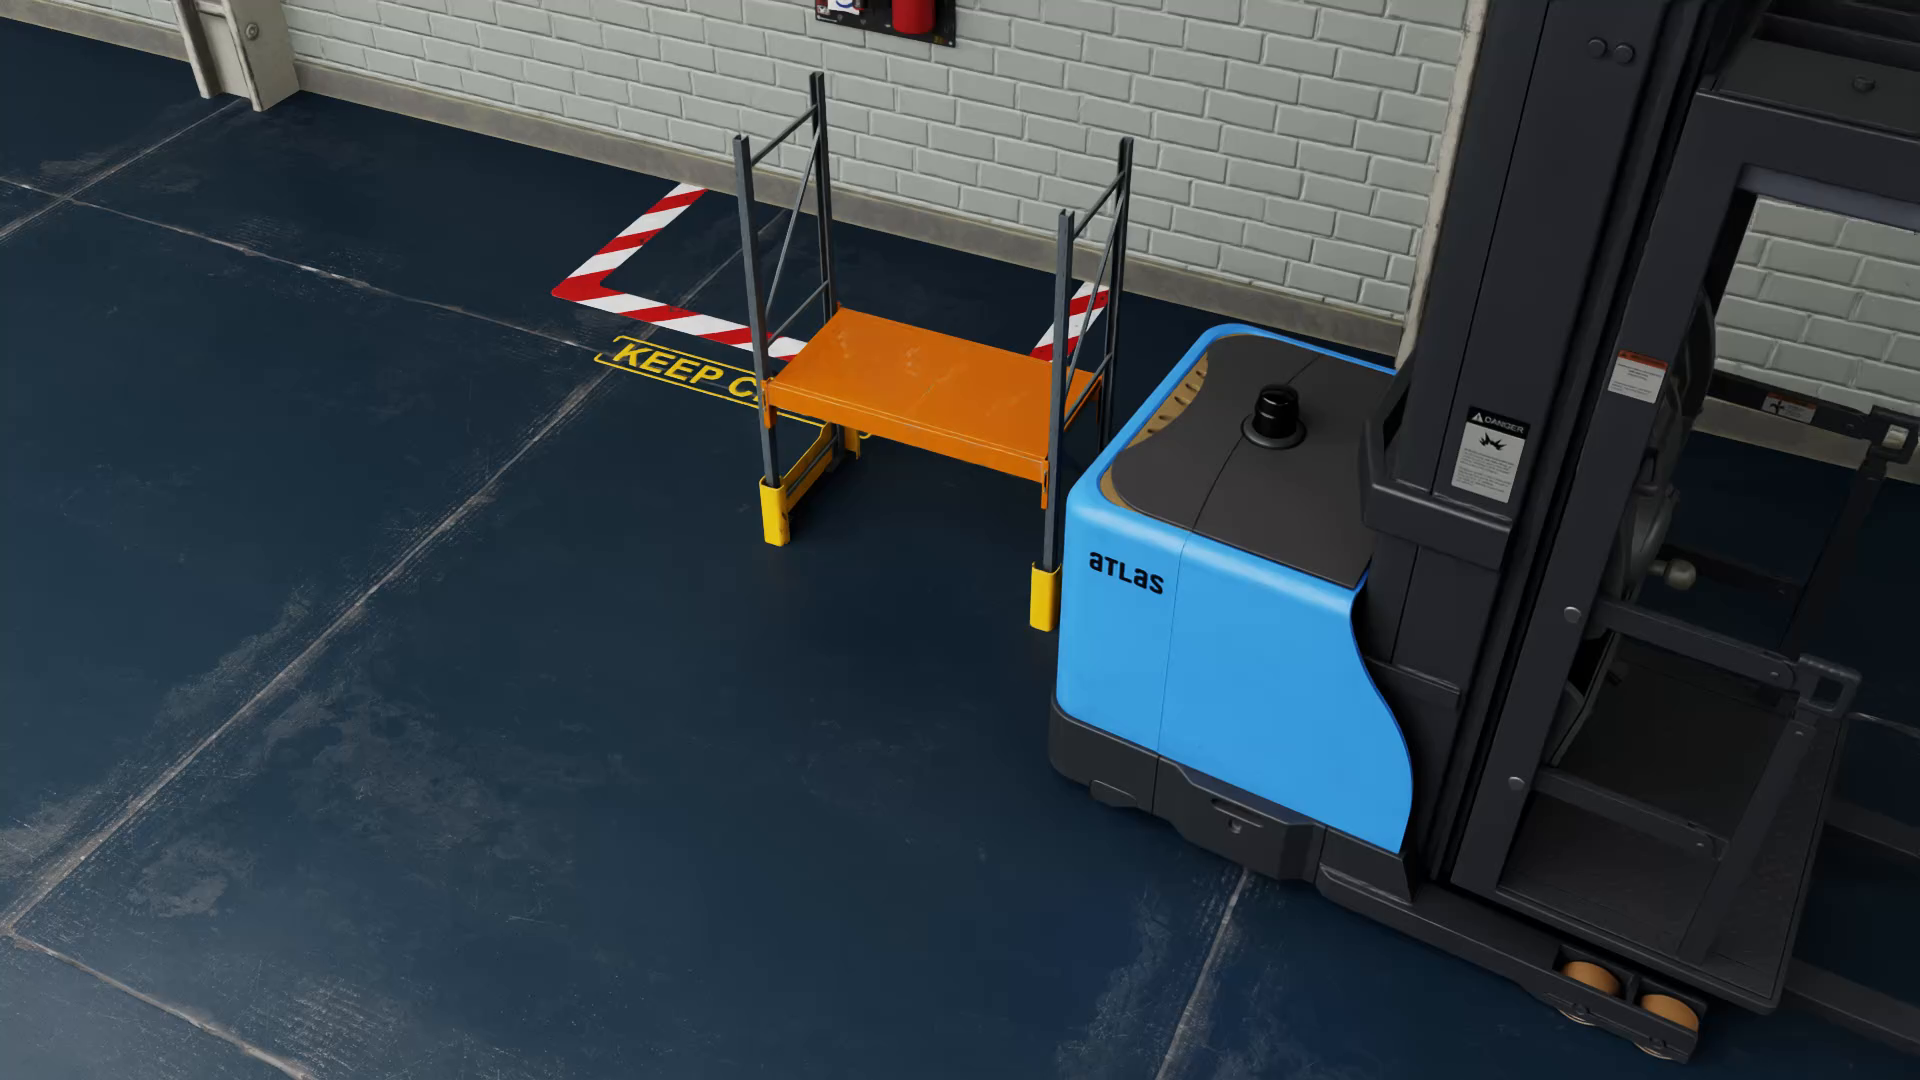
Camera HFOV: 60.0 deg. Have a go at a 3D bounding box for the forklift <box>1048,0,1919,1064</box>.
[{"bbox_3d":[1.792,-0.191,3.733,3.031,2.935,1.130,21,45,23],"label":"forklift"}]

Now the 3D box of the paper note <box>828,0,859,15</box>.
[{"bbox_3d":[-0.467,-2.188,6.657,0.142,0.148,0.016,17,44,19],"label":"paper note"}]

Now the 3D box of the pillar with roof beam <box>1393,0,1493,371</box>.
[{"bbox_3d":[0.067,-1.436,0.536,0.400,9.000,9.100,17,44,19],"label":"pillar with roof beam"}]

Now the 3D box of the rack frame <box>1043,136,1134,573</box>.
[{"bbox_3d":[0.383,-0.450,5.124,0.032,1.500,0.500,17,44,19],"label":"rack frame"}]

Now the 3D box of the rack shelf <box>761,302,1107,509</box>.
[{"bbox_3d":[-0.077,-0.454,5.404,1.000,0.185,0.538,17,44,19],"label":"rack shelf"}]

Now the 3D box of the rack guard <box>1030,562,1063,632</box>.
[{"bbox_3d":[0.382,0.022,5.533,0.087,0.250,0.587,17,44,19],"label":"rack guard"}]

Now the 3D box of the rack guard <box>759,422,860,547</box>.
[{"bbox_3d":[-0.520,-0.253,5.852,0.087,0.250,0.587,17,44,19],"label":"rack guard"}]

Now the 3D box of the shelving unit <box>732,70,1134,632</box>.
[{"bbox_3d":[-0.069,-0.588,5.283,1.083,1.500,0.587,17,44,19],"label":"shelving unit"}]

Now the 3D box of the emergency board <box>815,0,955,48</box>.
[{"bbox_3d":[-0.336,-2.431,6.264,0.643,1.169,0.194,17,44,19],"label":"emergency board"}]

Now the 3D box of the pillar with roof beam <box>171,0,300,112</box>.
[{"bbox_3d":[-5.370,-3.097,2.453,0.400,9.000,9.100,17,44,19],"label":"pillar with roof beam"}]

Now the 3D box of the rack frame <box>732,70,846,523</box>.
[{"bbox_3d":[-0.538,-0.731,5.448,0.032,1.500,0.500,17,44,19],"label":"rack frame"}]
